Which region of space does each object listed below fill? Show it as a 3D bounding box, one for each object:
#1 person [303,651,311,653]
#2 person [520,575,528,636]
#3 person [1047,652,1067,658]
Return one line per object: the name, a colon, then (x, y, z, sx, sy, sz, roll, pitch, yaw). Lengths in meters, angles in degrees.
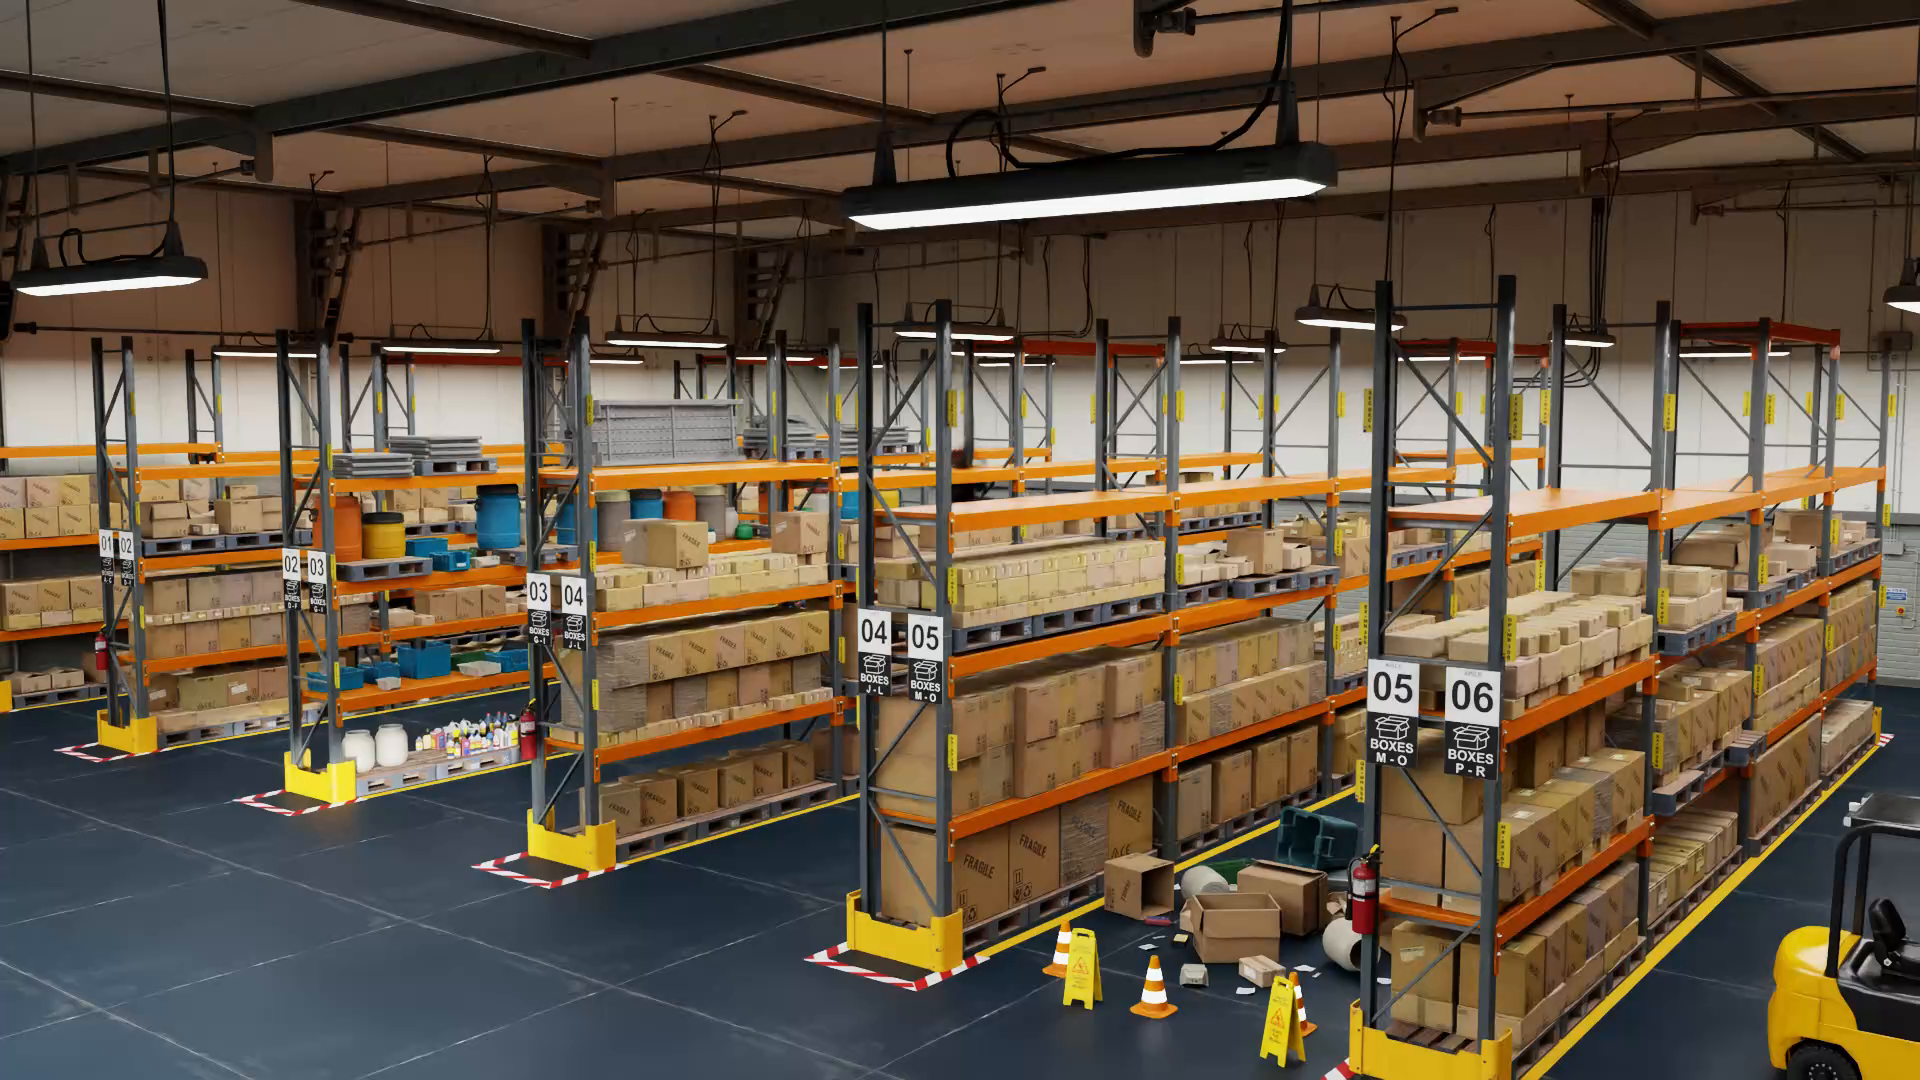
person: (-11.125, 1.865, 28.591, 0.627, 1.713, 0.830, 4, 6, 37)
person: (-8.382, 1.473, 32.758, 0.605, 1.740, 0.790, 4, 6, 37)
person: (1.213, 2.050, 22.840, 0.676, 1.698, 0.656, 3, 6, 35)
